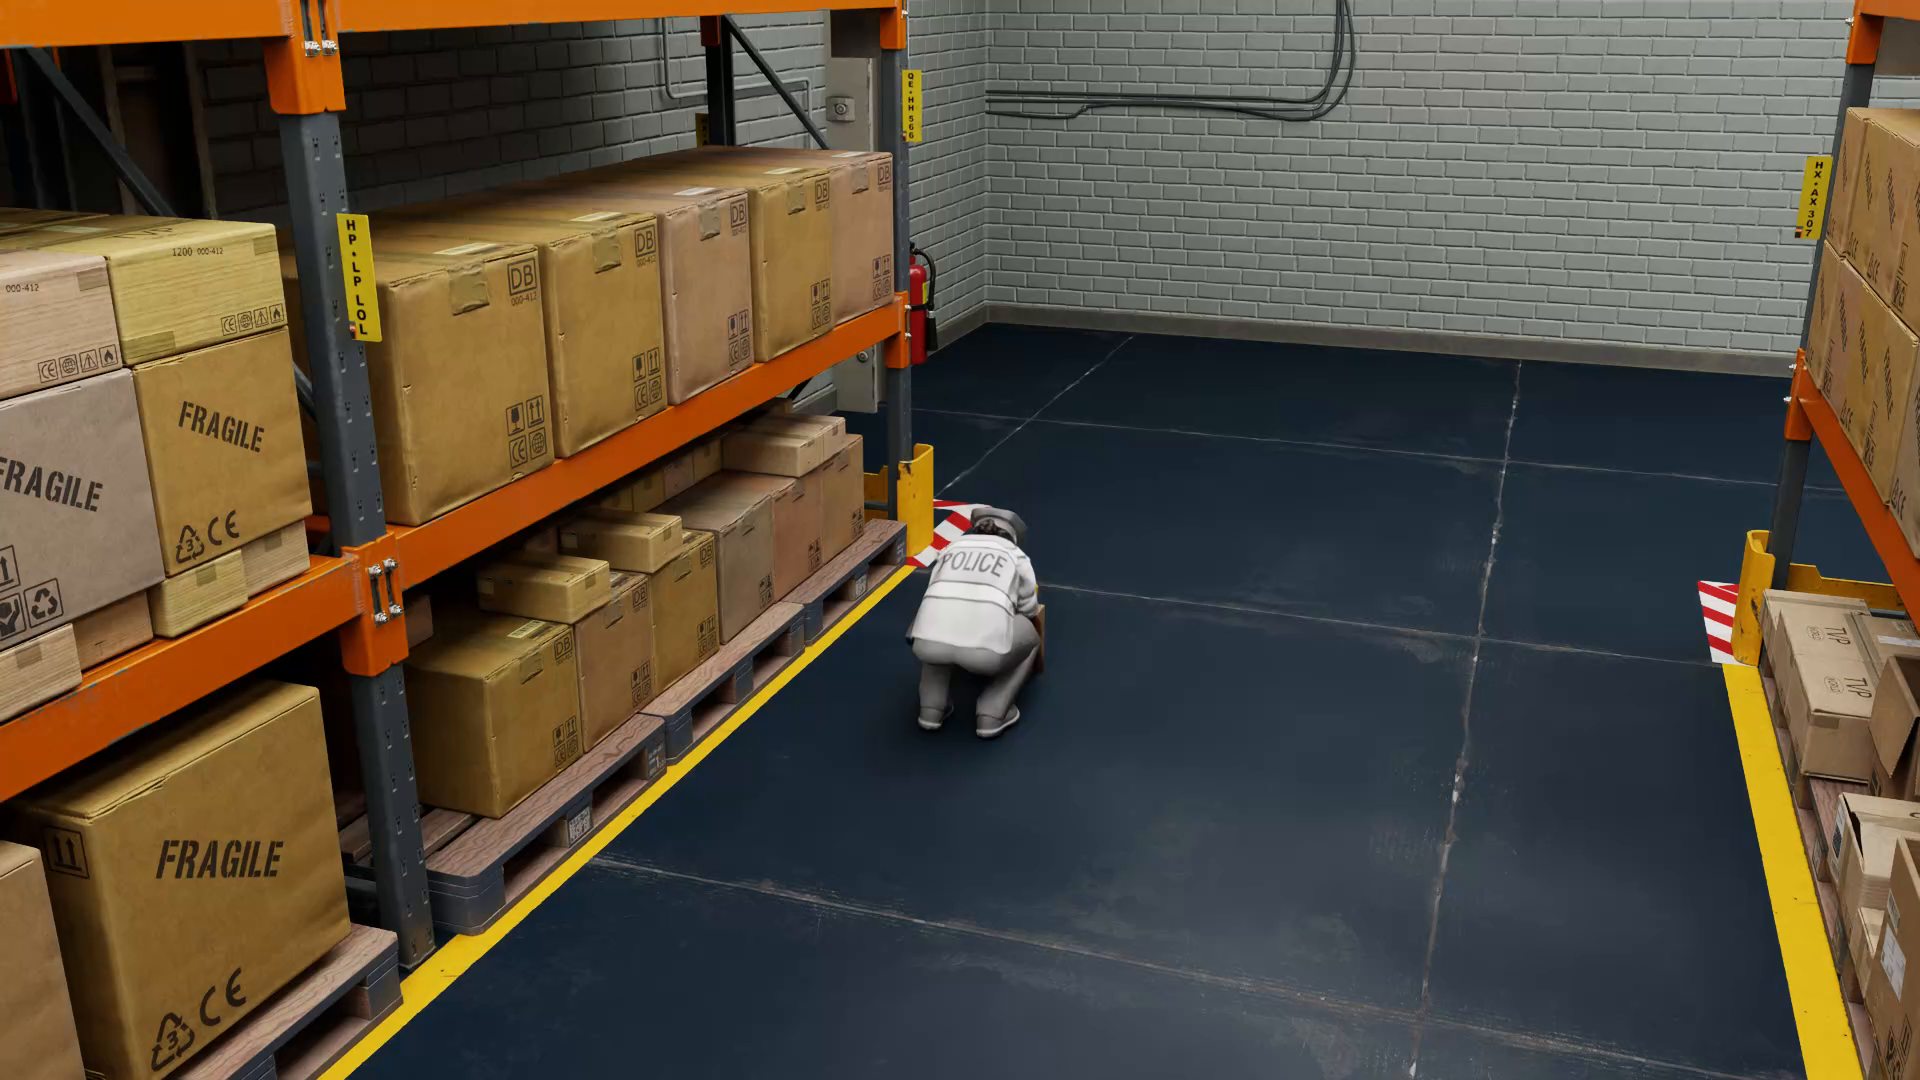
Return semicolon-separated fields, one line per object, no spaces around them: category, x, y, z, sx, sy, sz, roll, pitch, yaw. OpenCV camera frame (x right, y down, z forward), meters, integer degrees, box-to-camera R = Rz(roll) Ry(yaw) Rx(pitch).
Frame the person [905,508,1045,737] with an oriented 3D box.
person;0.083;0.339;6.611;0.471;0.802;0.946;6;20;17
